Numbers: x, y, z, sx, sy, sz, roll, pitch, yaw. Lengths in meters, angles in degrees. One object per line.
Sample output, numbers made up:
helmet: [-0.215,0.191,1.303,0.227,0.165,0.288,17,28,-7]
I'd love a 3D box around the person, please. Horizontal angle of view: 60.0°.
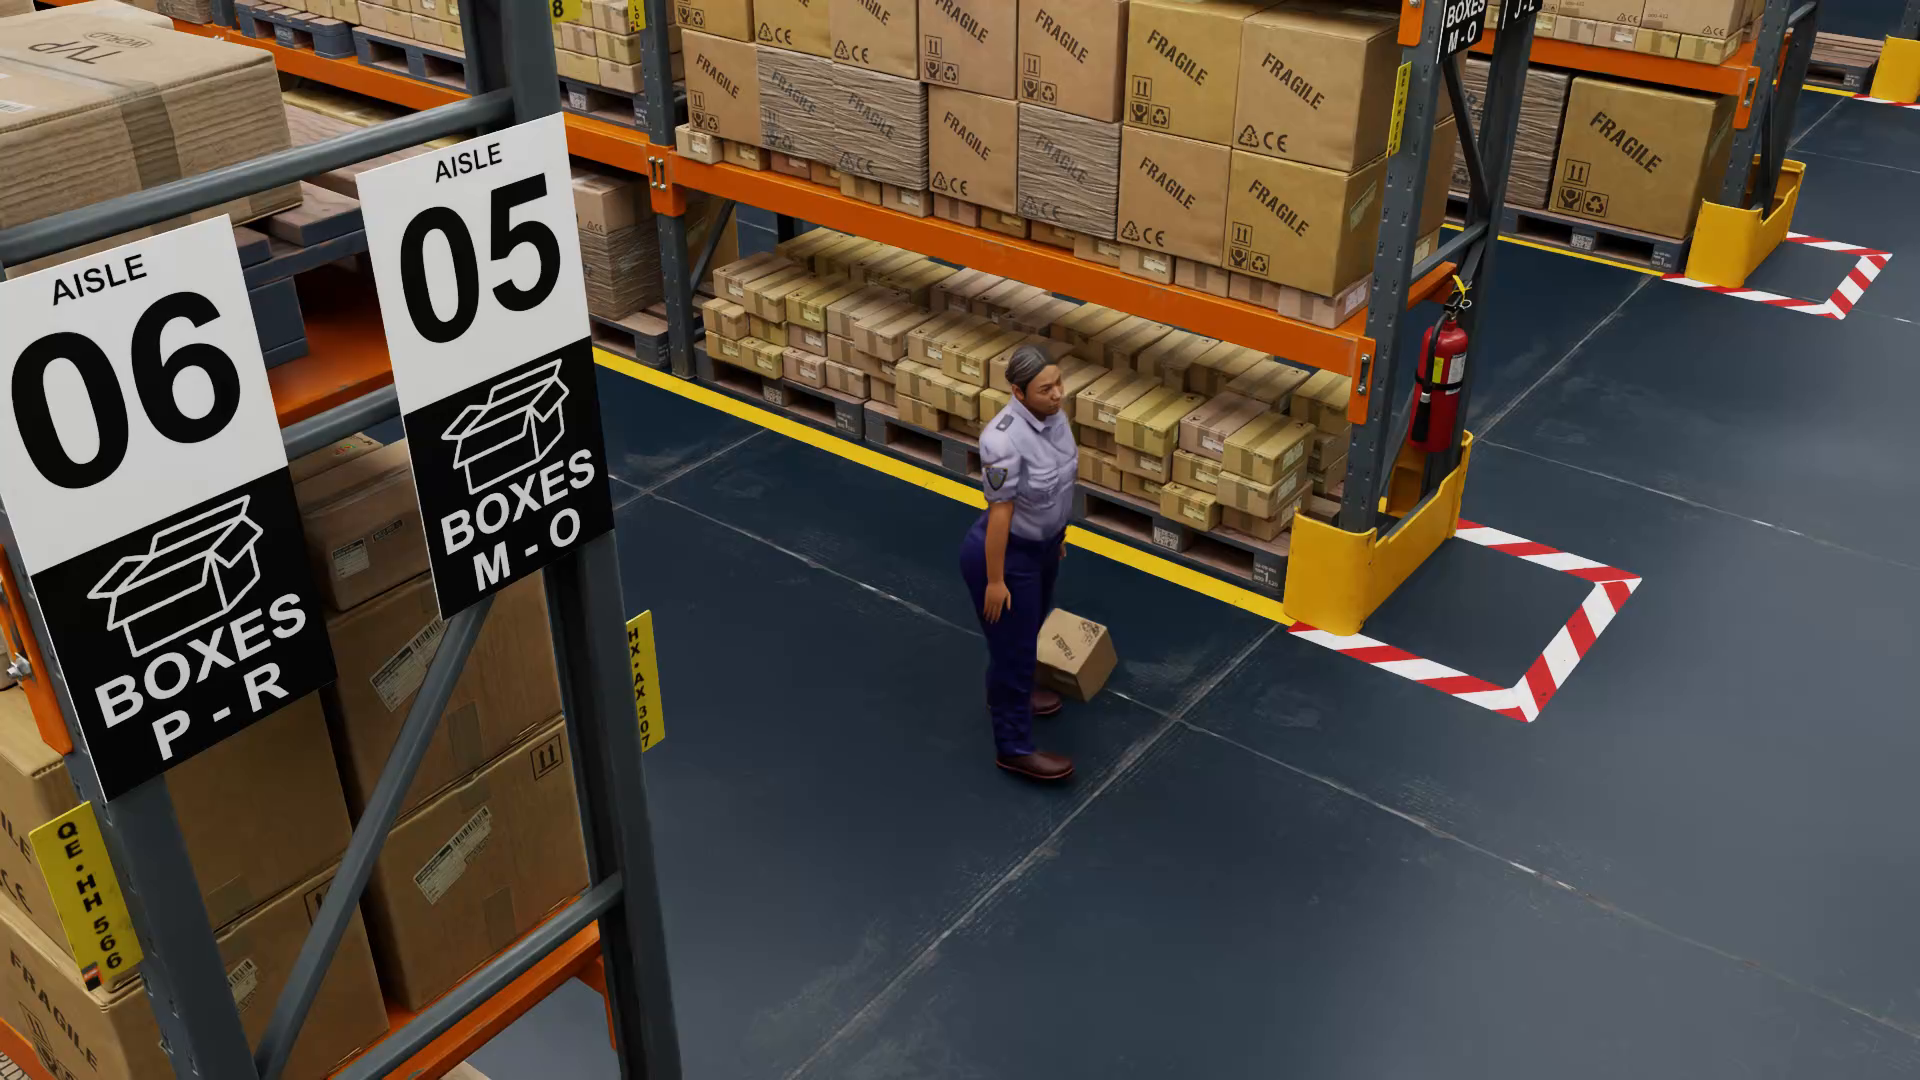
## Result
person: [0.265,0.074,5.979,0.498,1.652,0.588,15,34,24]
